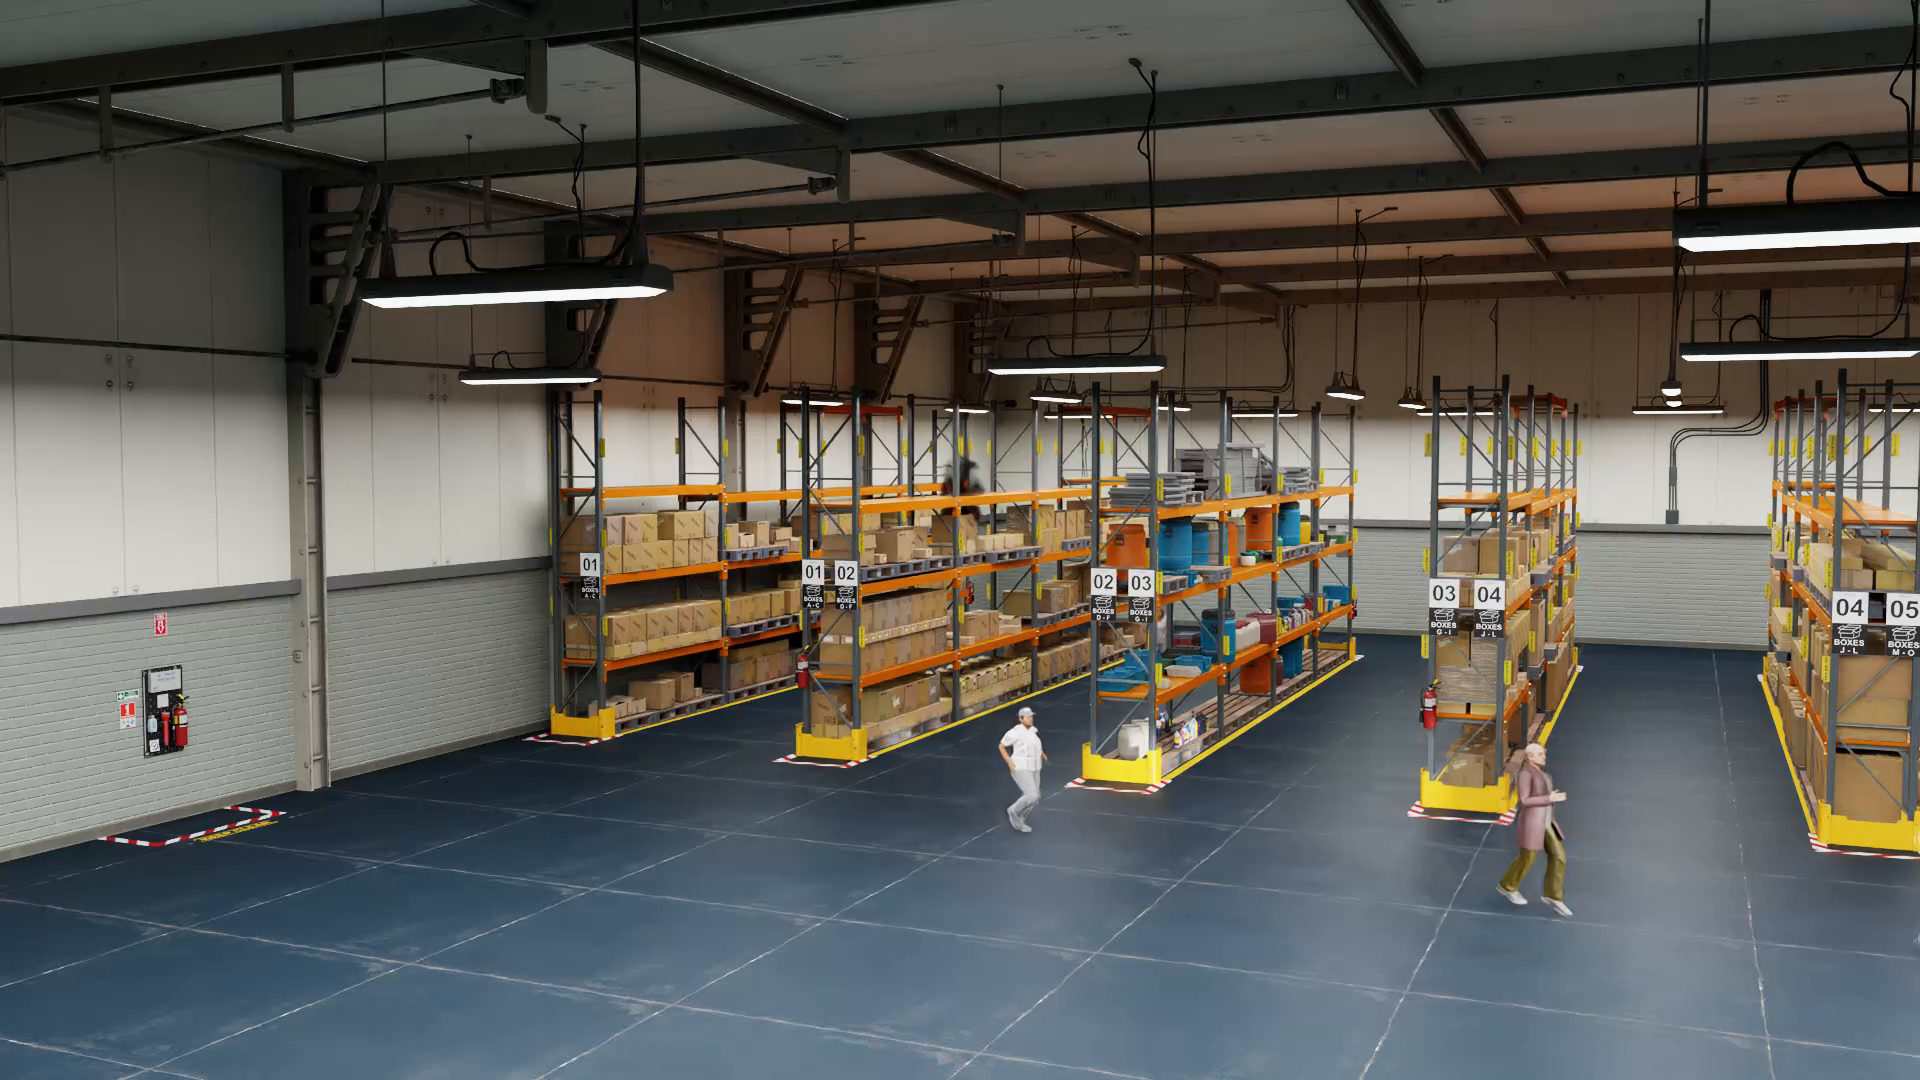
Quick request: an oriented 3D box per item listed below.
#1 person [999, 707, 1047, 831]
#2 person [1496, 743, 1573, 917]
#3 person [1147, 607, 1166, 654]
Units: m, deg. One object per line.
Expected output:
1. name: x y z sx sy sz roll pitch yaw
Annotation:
1. person: 0.888 2.989 21.592 0.567 1.626 0.593 3 4 44
2. person: 6.205 3.107 17.961 0.685 1.831 0.831 -3 4 -39
3. person: 4.321 2.233 36.079 0.538 1.549 0.608 1 3 15
